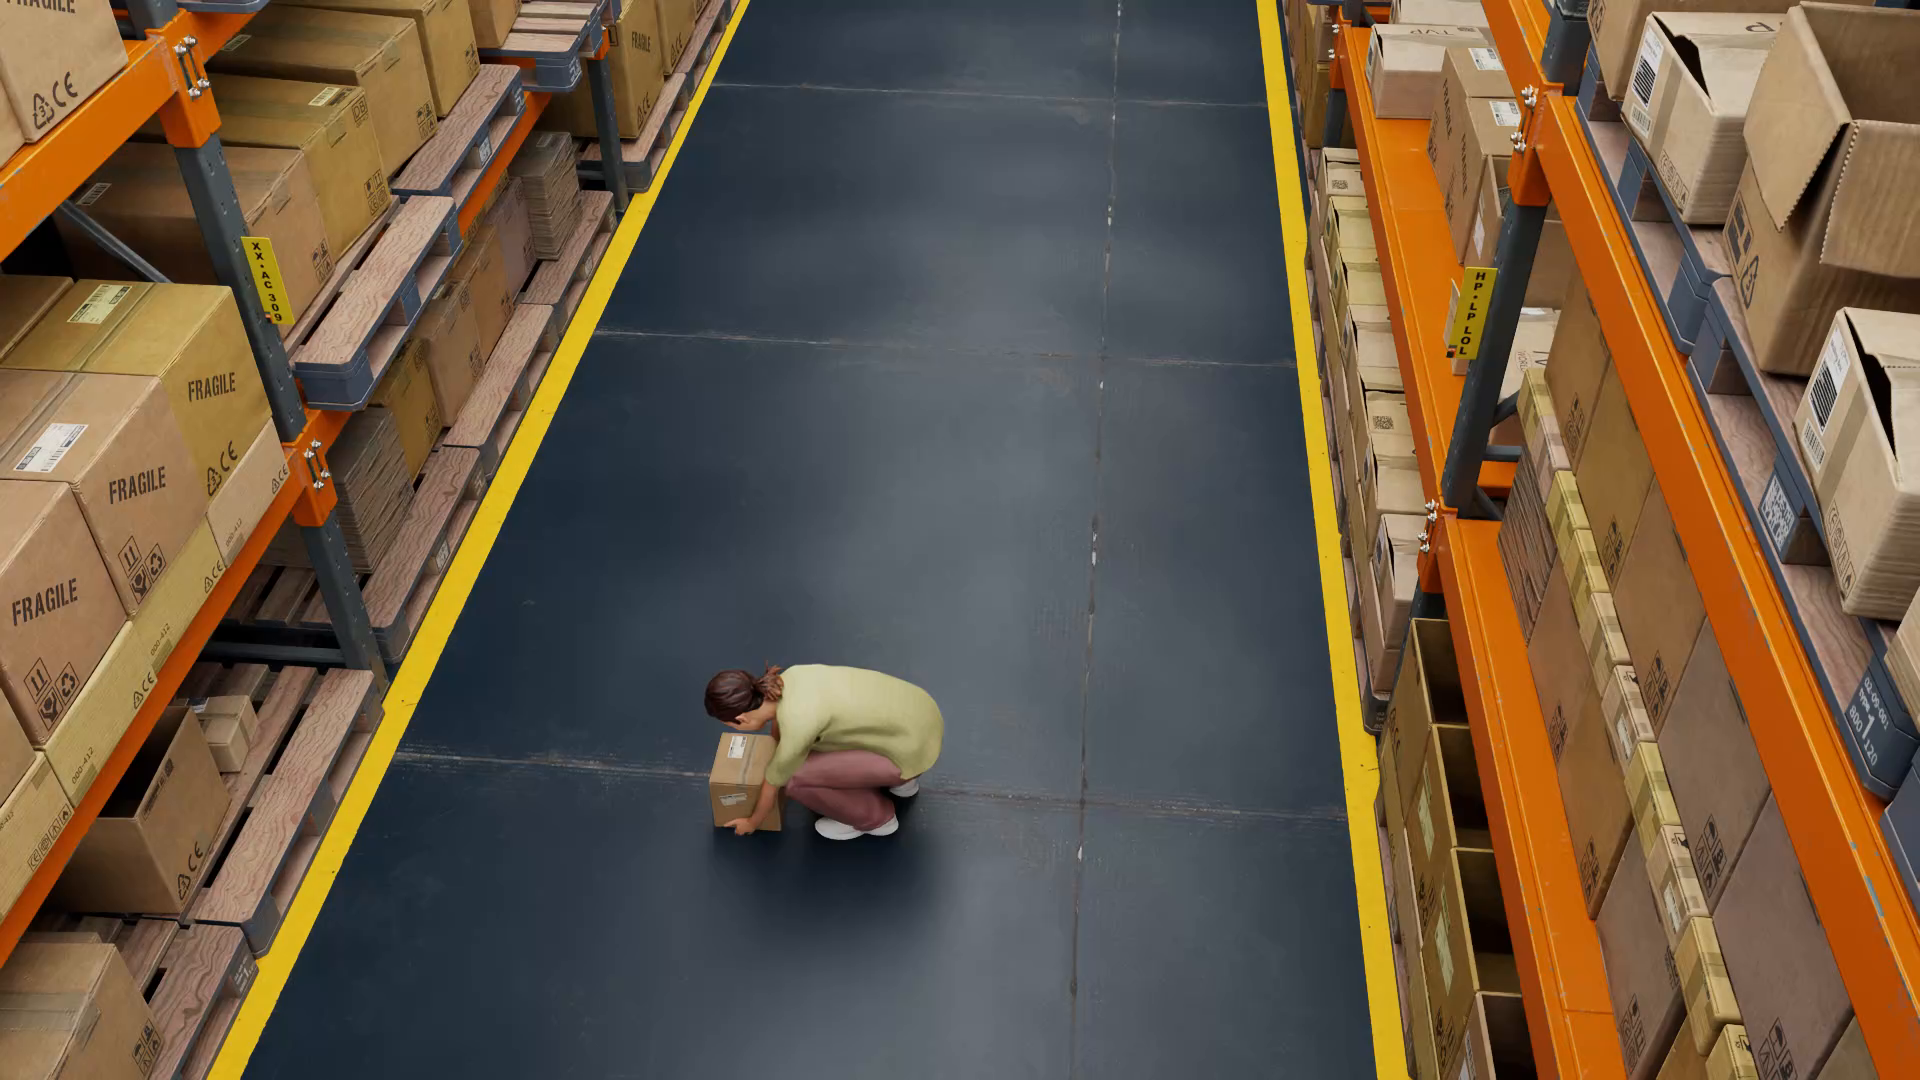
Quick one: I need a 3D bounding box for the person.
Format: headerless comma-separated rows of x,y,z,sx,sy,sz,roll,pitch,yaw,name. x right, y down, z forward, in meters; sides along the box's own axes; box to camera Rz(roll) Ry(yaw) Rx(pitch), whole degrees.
-0.480,0.752,6.042,0.839,0.810,0.463,3,40,3,person
